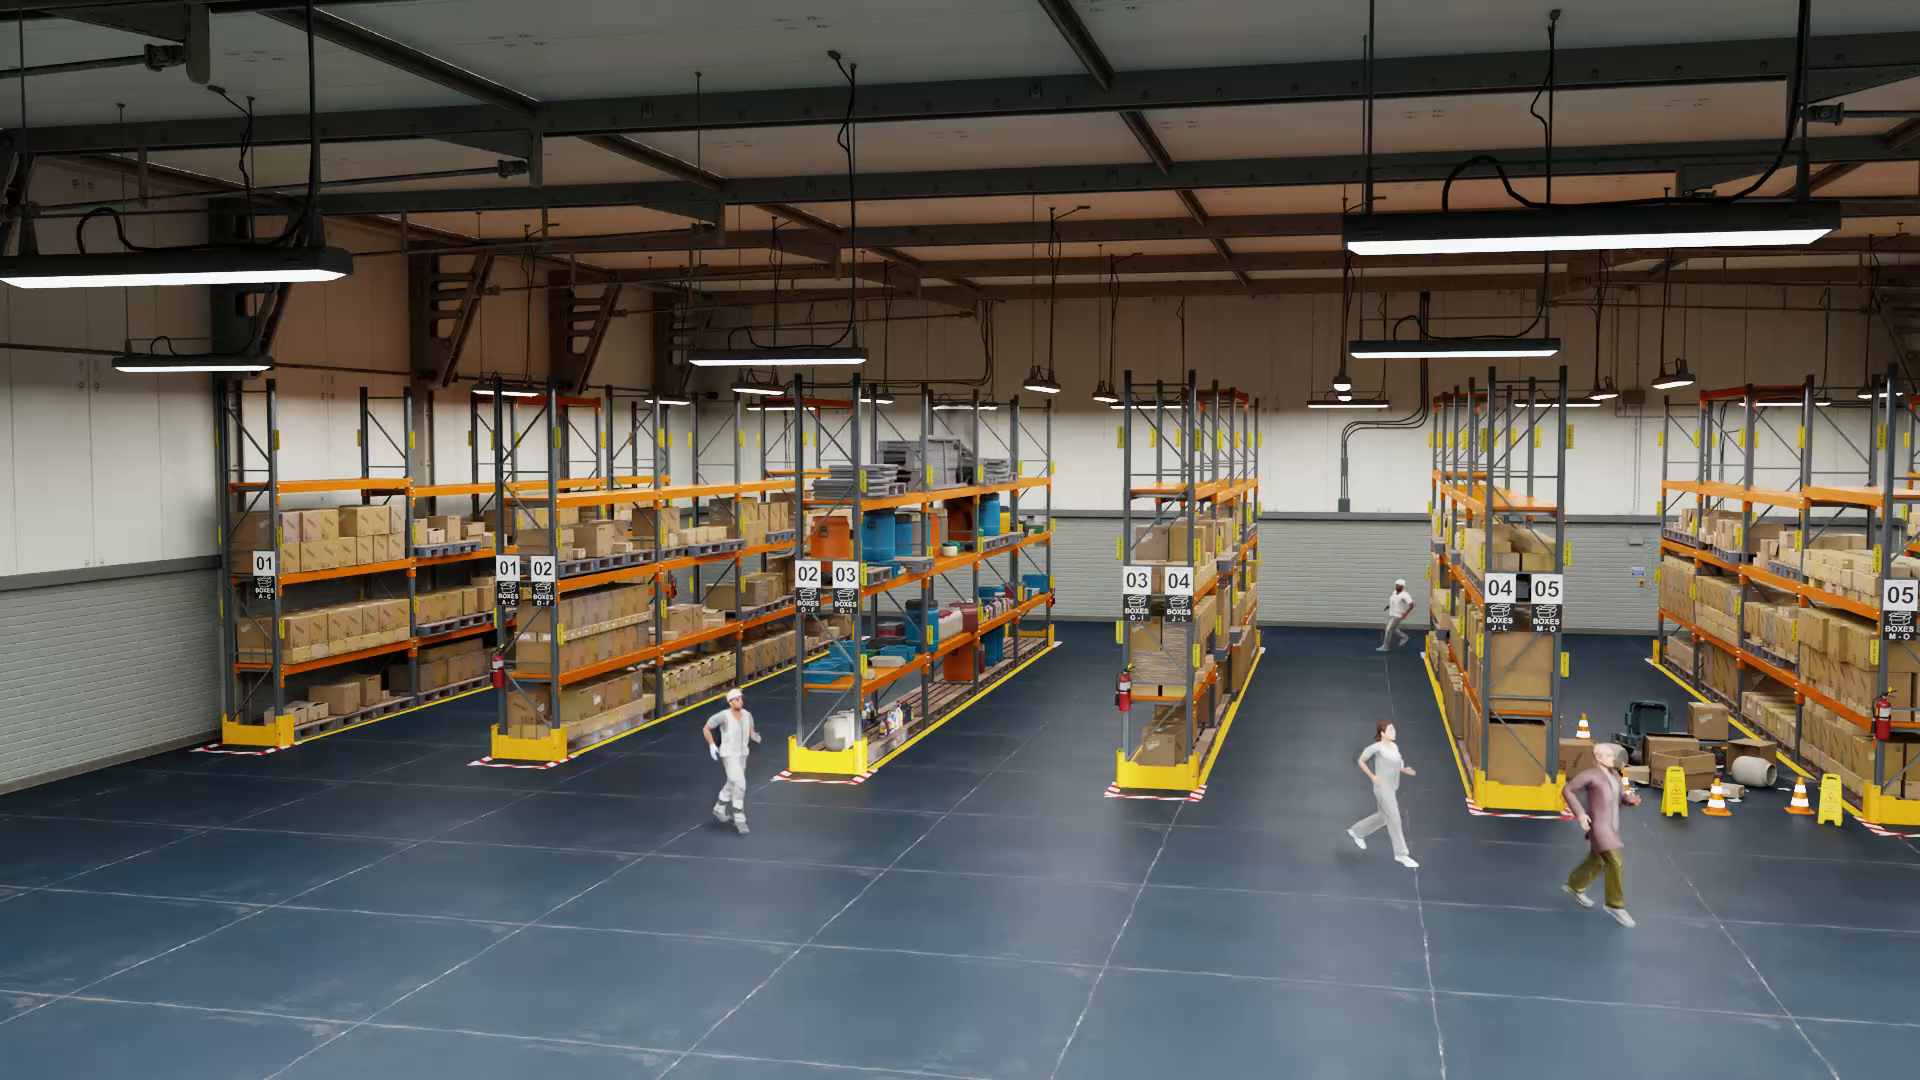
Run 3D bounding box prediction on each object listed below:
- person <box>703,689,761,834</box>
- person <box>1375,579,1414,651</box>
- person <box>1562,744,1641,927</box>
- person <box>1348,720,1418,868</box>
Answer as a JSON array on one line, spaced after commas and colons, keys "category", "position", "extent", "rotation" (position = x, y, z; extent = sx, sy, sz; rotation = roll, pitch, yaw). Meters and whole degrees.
[{"category": "person", "position": [-2.913, 2.827, 21.436], "extent": [0.809, 1.841, 0.638], "rotation": [3, 4, 38]}, {"category": "person", "position": [10.320, 1.780, 39.251], "extent": [0.915, 1.724, 0.765], "rotation": [-1, 4, -17]}, {"category": "person", "position": [6.725, 3.054, 17.453], "extent": [0.677, 1.835, 0.909], "rotation": [-3, 5, -41]}, {"category": "person", "position": [5.031, 2.973, 19.752], "extent": [0.957, 1.681, 0.567], "rotation": [3, 5, 43]}]
